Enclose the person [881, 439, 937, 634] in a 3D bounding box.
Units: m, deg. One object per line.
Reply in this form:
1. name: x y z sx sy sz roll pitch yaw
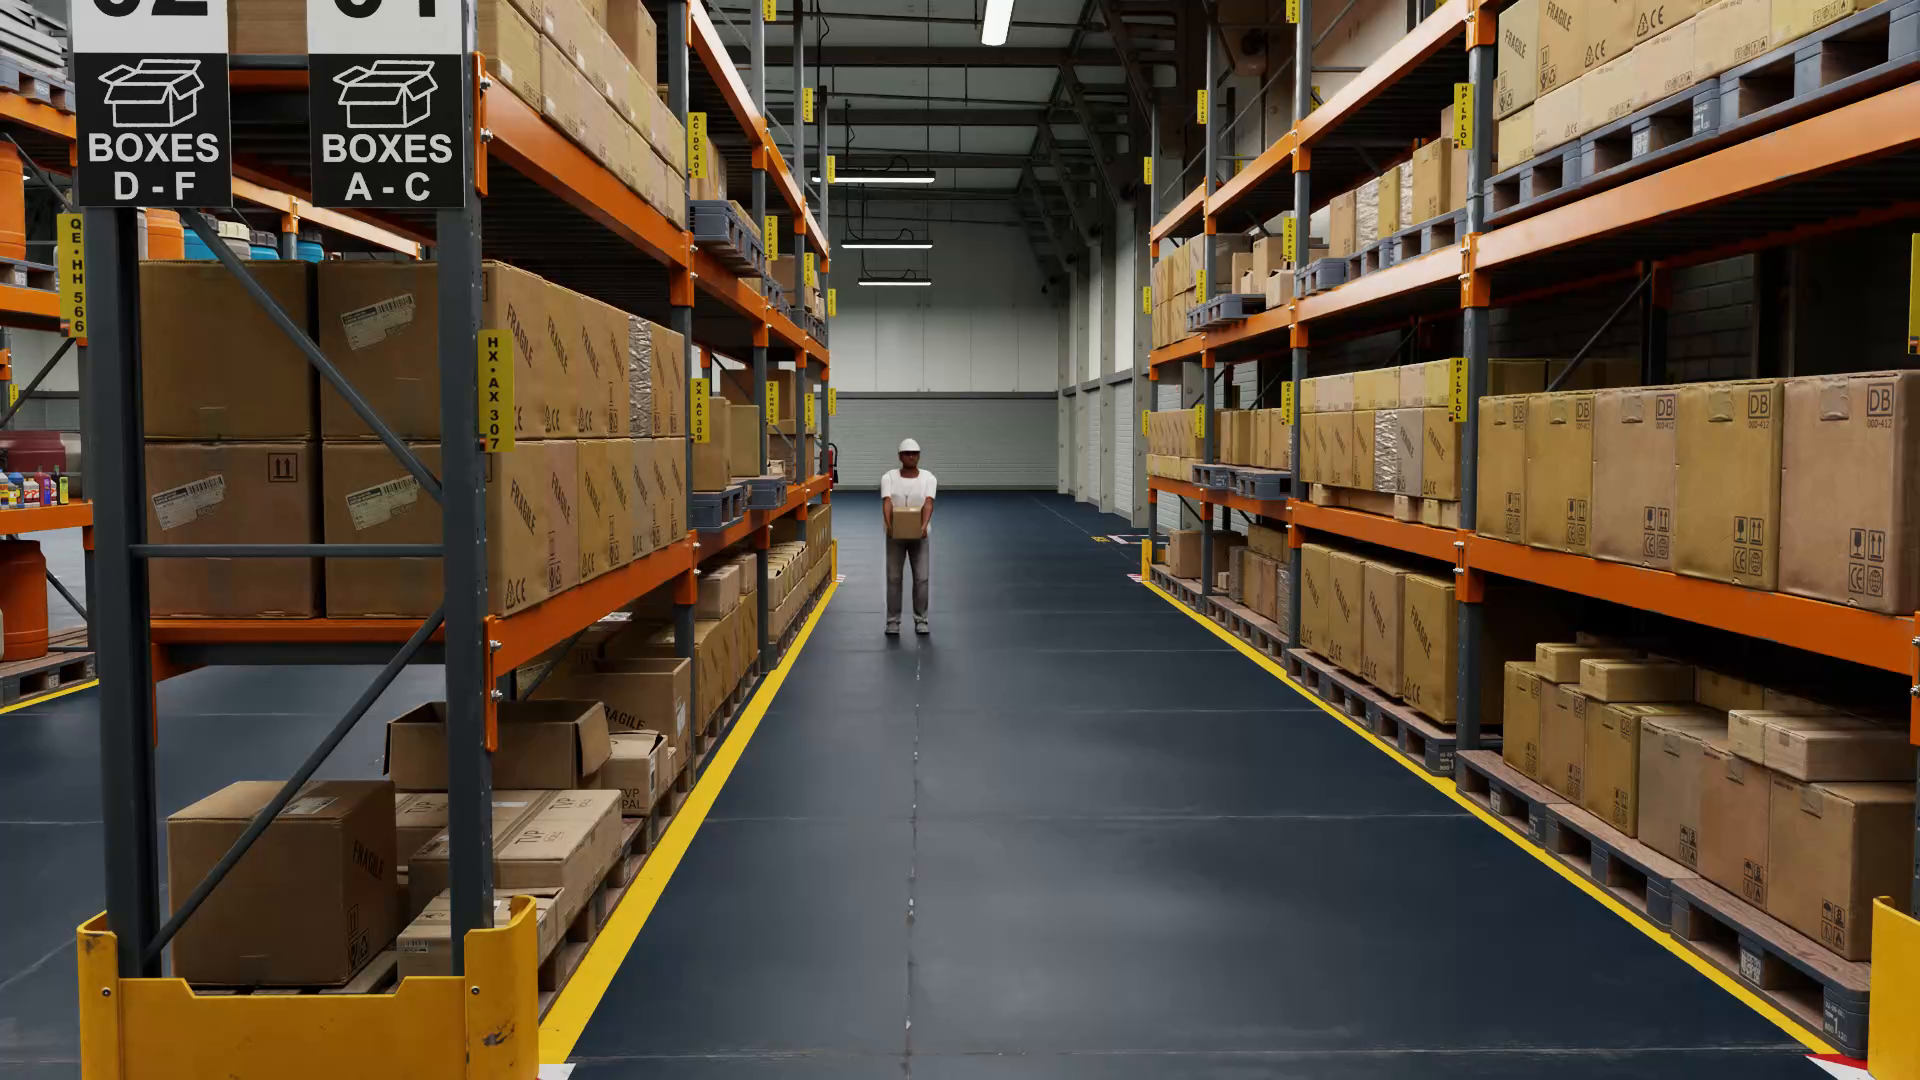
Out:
1. person: -0.463 -0.029 15.021 0.505 1.762 0.559 0 4 -1
